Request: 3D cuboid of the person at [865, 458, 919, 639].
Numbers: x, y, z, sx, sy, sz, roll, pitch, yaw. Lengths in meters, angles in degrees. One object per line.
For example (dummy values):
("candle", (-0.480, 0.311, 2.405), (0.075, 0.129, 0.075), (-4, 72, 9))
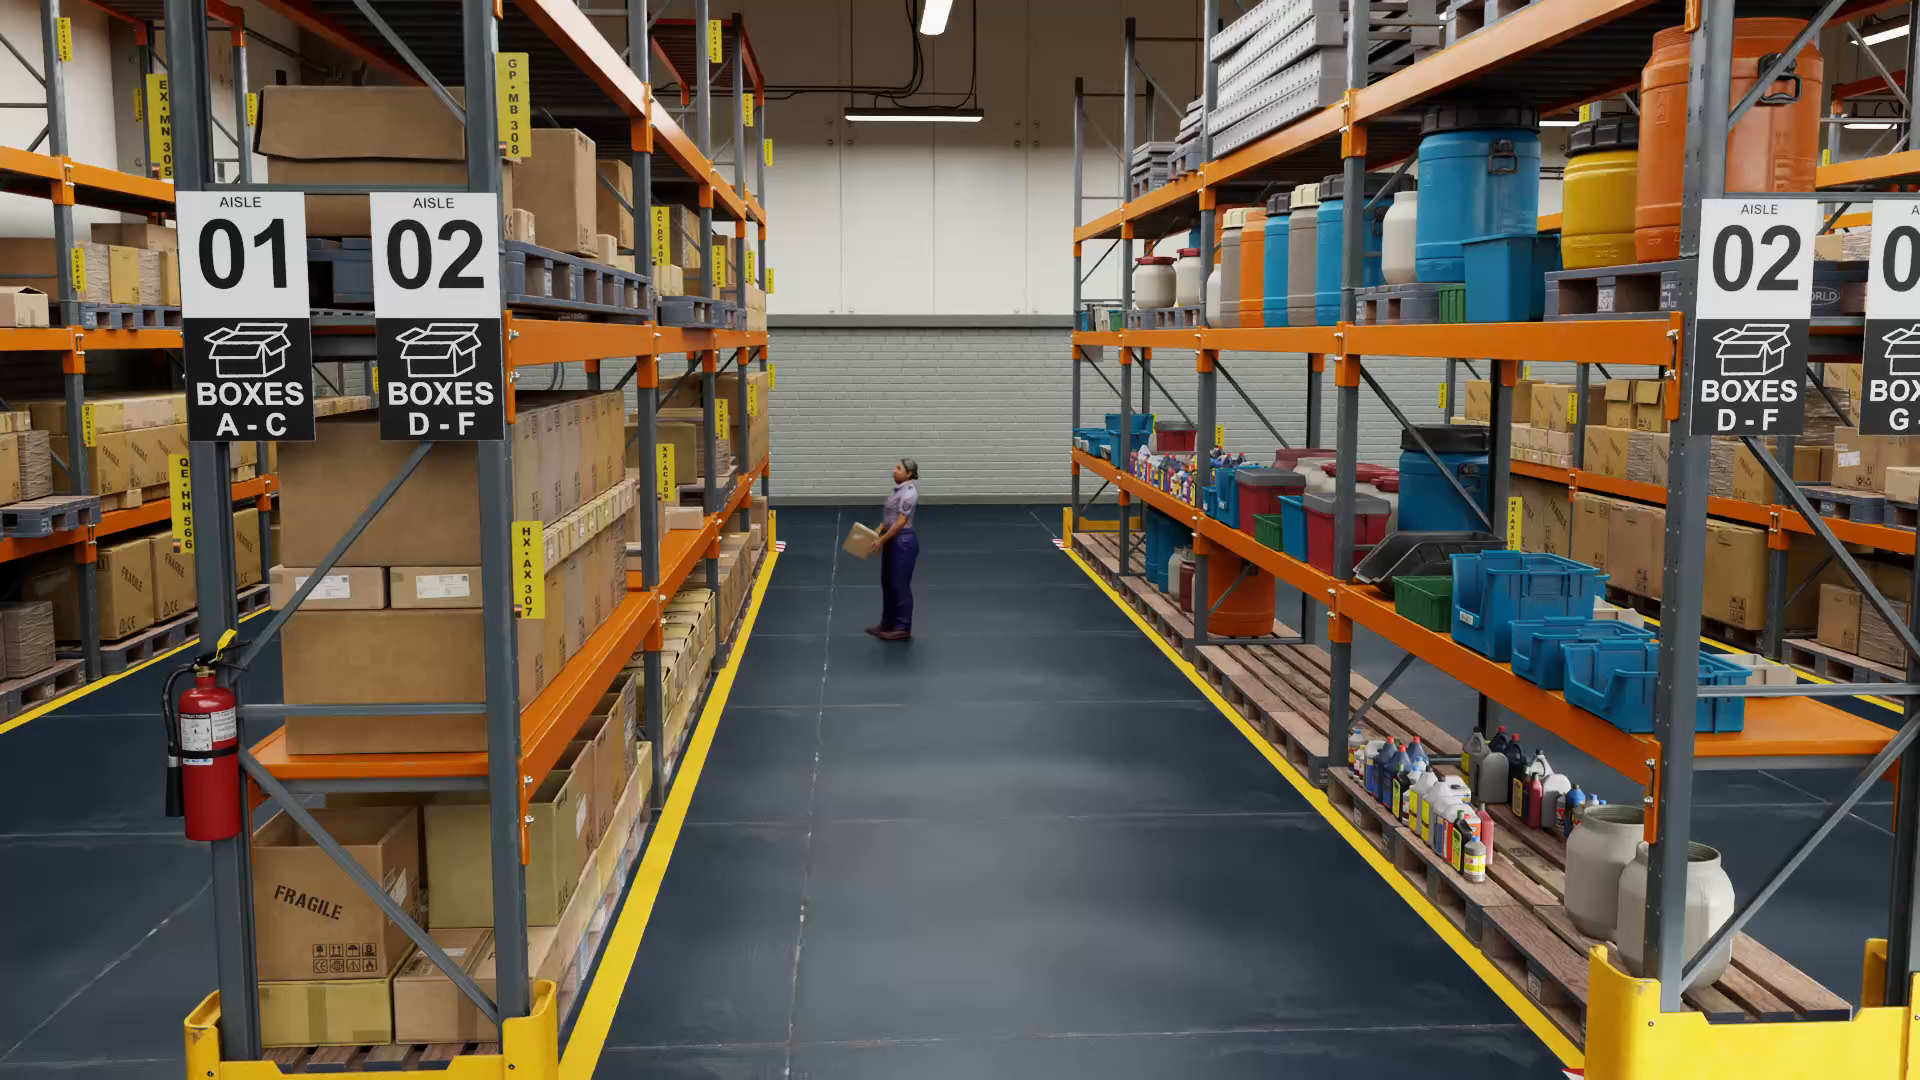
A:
("person", (-0.615, 0.077, 15.201), (0.474, 1.642, 0.532), (-2, 7, -14))
